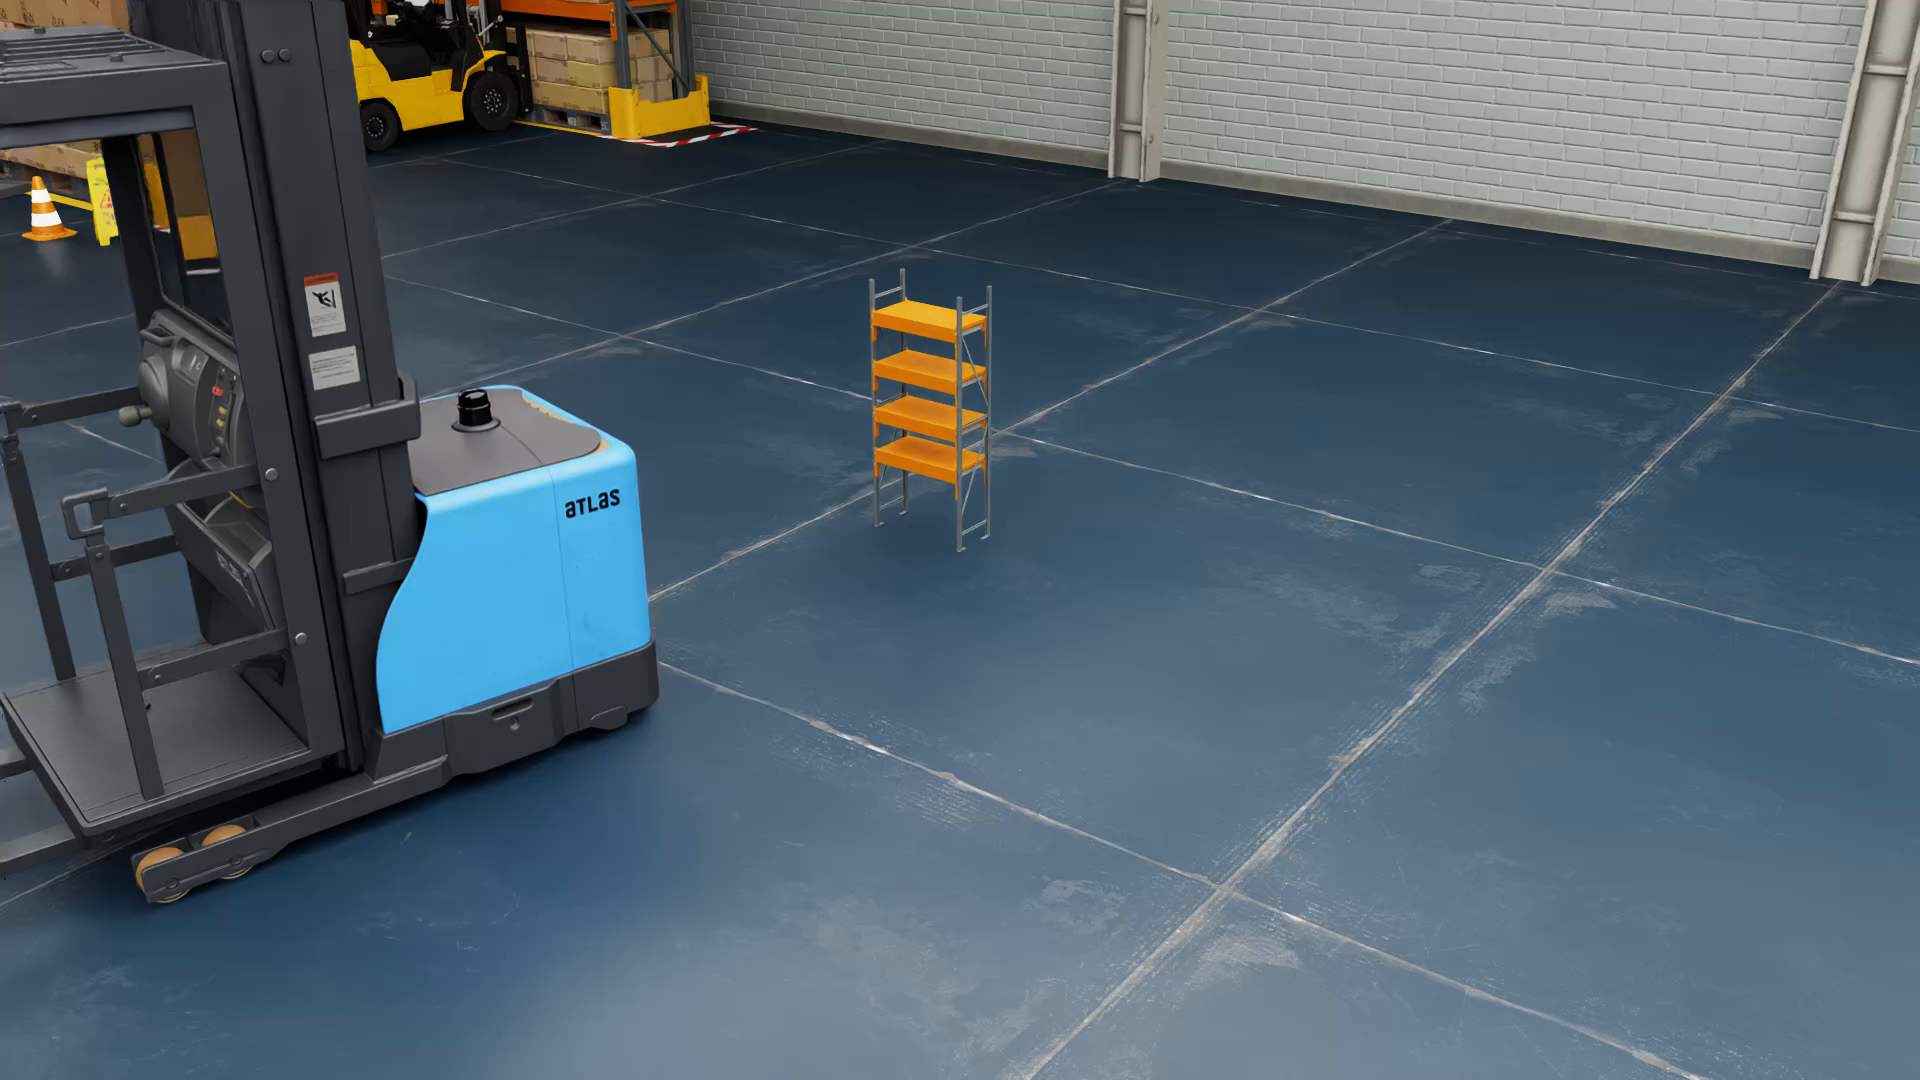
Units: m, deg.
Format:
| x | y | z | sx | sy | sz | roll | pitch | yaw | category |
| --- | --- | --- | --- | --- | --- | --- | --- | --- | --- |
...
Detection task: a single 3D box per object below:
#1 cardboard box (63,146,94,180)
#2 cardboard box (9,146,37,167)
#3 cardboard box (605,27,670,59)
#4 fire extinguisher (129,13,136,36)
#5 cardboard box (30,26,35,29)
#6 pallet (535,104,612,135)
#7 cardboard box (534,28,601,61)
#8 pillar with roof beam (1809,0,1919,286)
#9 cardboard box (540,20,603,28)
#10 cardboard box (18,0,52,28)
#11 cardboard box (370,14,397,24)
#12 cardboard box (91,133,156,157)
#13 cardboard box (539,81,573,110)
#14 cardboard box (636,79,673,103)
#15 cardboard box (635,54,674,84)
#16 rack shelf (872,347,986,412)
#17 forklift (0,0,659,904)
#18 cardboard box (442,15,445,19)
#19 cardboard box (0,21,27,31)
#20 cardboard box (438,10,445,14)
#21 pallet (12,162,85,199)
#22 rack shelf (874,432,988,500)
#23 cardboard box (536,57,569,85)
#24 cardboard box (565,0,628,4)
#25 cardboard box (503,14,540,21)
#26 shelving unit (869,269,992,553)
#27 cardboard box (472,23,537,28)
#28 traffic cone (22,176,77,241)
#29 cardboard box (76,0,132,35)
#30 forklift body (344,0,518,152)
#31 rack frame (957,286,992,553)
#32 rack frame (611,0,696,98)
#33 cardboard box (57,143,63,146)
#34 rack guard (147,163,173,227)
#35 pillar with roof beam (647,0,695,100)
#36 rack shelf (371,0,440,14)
| x | y | z | sx | sy | sz | roll | pitch | yaw | category |
| --- | --- | --- | --- | --- | --- | --- | --- | --- | --- |
| -7.365 | -3.288 | 14.382 | 0.500 | 0.250 | 0.500 | 17 | 29 | 33 | cardboard box |
| -8.178 | -3.536 | 14.945 | 0.500 | 0.250 | 0.500 | 16 | 29 | 33 | cardboard box |
| -3.444 | -5.289 | 17.683 | 0.500 | 0.250 | 0.500 | 16 | 29 | 33 | cardboard box |
| -6.332 | -3.906 | 12.991 | 0.183 | 0.674 | 0.296 | 17 | 29 | 33 | fire extinguisher |
| -7.640 | -4.311 | 14.126 | 0.250 | 0.149 | 0.380 | 16 | 29 | 33 | cardboard box |
| -3.810 | -4.616 | 17.964 | 1.213 | 0.211 | 1.003 | 17 | 29 | 33 | pallet |
| -4.141 | -5.244 | 17.581 | 0.500 | 0.250 | 0.500 | 17 | 29 | 34 | cardboard box |
| 3.831 | -4.634 | 7.107 | 0.400 | 9.000 | 9.100 | 17 | 29 | 33 | pillar with roof beam |
| -4.240 | -5.533 | 18.237 | 0.500 | 0.250 | 0.500 | 17 | 29 | 33 | cardboard box |
| -7.543 | -4.587 | 13.947 | 0.500 | 0.500 | 0.500 | 17 | 29 | 33 | cardboard box |
| -6.798 | -5.916 | 19.880 | 0.625 | 0.625 | 0.875 | 18 | 30 | 36 | cardboard box |
| -6.945 | -3.505 | 13.943 | 0.500 | 0.500 | 0.500 | 17 | 29 | 34 | cardboard box |
| -4.131 | -4.789 | 17.789 | 0.500 | 0.250 | 0.500 | 17 | 29 | 33 | cardboard box |
| -3.449 | -4.836 | 17.895 | 0.500 | 0.250 | 0.500 | 17 | 29 | 34 | cardboard box |
| -3.425 | -5.064 | 17.792 | 0.500 | 0.250 | 0.500 | 17 | 29 | 34 | cardboard box |
| -0.132 | -0.732 | 7.536 | 0.480 | 0.148 | 0.258 | 17 | 29 | 33 | rack shelf |
| -2.581 | -0.451 | 5.138 | 3.031 | 2.935 | 1.130 | -19 | 30 | -36 | forklift |
| -5.772 | -5.734 | 18.693 | 0.500 | 0.250 | 0.500 | 17 | 29 | 33 | cardboard box |
| -8.052 | -4.426 | 14.387 | 0.250 | 0.149 | 0.380 | 17 | 29 | 33 | cardboard box |
| -5.864 | -6.022 | 19.348 | 0.500 | 0.250 | 0.500 | 17 | 29 | 34 | cardboard box |
| -7.809 | -3.363 | 15.122 | 1.213 | 0.211 | 1.003 | 17 | 29 | 33 | pallet |
| -0.132 | -0.346 | 7.706 | 0.480 | 0.148 | 0.258 | 17 | 29 | 33 | rack shelf |
| -4.145 | -5.025 | 17.703 | 0.500 | 0.250 | 0.500 | 16 | 29 | 33 | cardboard box |
| -3.725 | -5.800 | 17.070 | 0.500 | 0.500 | 0.500 | 16 | 28 | 32 | cardboard box |
| -5.053 | -5.778 | 18.793 | 0.500 | 0.250 | 0.500 | 17 | 29 | 34 | cardboard box |
| -0.132 | -0.589 | 7.599 | 0.503 | 1.200 | 0.258 | 17 | 29 | 33 | shelving unit |
| -4.952 | -5.488 | 18.134 | 0.500 | 0.250 | 0.500 | 16 | 28 | 32 | cardboard box |
| -7.265 | -2.645 | 13.179 | 0.334 | 0.463 | 0.336 | 17 | 29 | 33 | traffic cone |
| -6.747 | -4.342 | 13.392 | 0.500 | 0.500 | 0.500 | 16 | 29 | 32 | cardboard box |
| -5.785 | -5.202 | 16.889 | 1.214 | 2.155 | 2.313 | 17 | 29 | 33 | forklift body |
| 0.063 | -0.530 | 7.465 | 0.015 | 1.200 | 0.240 | 17 | 29 | 33 | rack frame |
| -3.173 | -5.720 | 17.013 | 0.127 | 3.000 | 1.000 | 17 | 29 | 33 | rack frame |
| -7.764 | -3.754 | 14.509 | 0.500 | 0.500 | 0.500 | 16 | 28 | 32 | cardboard box |
| -6.208 | -2.992 | 13.922 | 0.348 | 0.500 | 1.175 | 17 | 29 | 33 | rack guard |
| -5.772 | -7.536 | 13.693 | 0.400 | 9.000 | 9.100 | 17 | 29 | 33 | pillar with roof beam |
| -7.974 | -6.842 | 20.451 | 4.000 | 0.370 | 1.077 | 17 | 29 | 33 | rack shelf |
